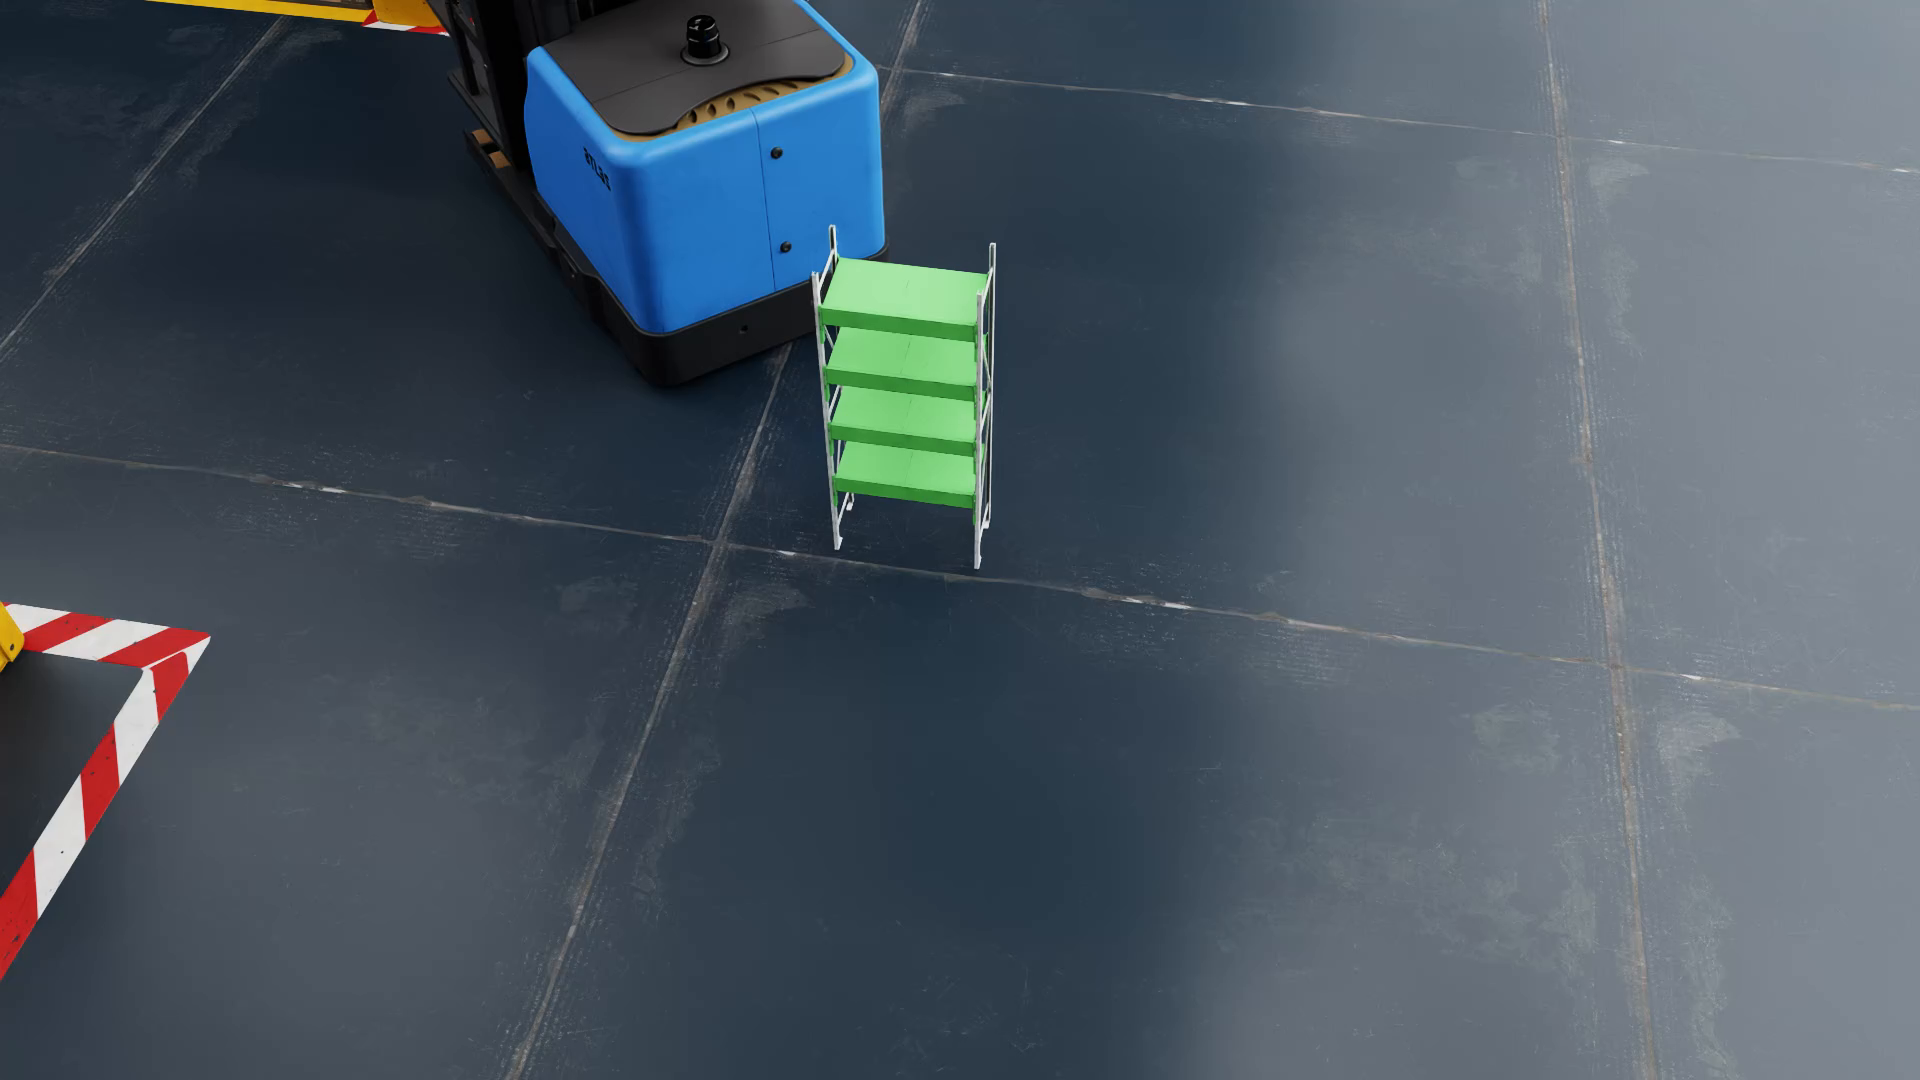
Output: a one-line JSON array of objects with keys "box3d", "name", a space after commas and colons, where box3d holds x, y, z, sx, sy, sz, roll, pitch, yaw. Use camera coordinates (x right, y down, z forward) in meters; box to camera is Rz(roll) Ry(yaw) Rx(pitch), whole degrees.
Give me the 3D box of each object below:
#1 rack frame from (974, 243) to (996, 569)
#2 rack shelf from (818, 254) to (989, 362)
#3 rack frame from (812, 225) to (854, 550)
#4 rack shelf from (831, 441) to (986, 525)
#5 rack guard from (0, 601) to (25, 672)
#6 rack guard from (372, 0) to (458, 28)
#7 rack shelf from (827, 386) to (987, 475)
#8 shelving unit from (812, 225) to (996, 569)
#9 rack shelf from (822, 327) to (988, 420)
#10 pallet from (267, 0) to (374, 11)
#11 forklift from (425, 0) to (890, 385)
[{"box3d": [0.077, -0.391, 5.294, 0.015, 1.200, 0.240, 8, 49, 7], "name": "rack frame"}, {"box3d": [-0.163, -0.701, 5.014, 0.480, 0.148, 0.258, 8, 49, 7], "name": "rack shelf"}, {"box3d": [-0.403, -0.455, 5.352, 0.015, 1.200, 0.240, 8, 49, 7], "name": "rack frame"}, {"box3d": [-0.163, -0.220, 5.549, 0.480, 0.148, 0.258, 8, 49, 7], "name": "rack shelf"}, {"box3d": [-3.326, 0.543, 4.926, 0.348, 0.500, 1.175, 8, 49, 7], "name": "rack guard"}, {"box3d": [-2.549, -3.061, 8.164, 0.348, 0.500, 1.175, 8, 49, 7], "name": "rack guard"}, {"box3d": [-0.163, -0.380, 5.371, 0.480, 0.148, 0.258, 8, 49, 7], "name": "rack shelf"}, {"box3d": [-0.163, -0.423, 5.323, 0.503, 1.200, 0.258, 8, 49, 7], "name": "shelving unit"}, {"box3d": [-0.163, -0.541, 5.192, 0.480, 0.148, 0.258, 8, 49, 7], "name": "rack shelf"}, {"box3d": [-3.347, -3.076, 8.372, 1.213, 0.211, 1.003, 8, 49, 7], "name": "pallet"}, {"box3d": [-1.474, -2.638, 6.150, 1.130, 2.935, 3.031, -25, 53, -21], "name": "forklift"}]
